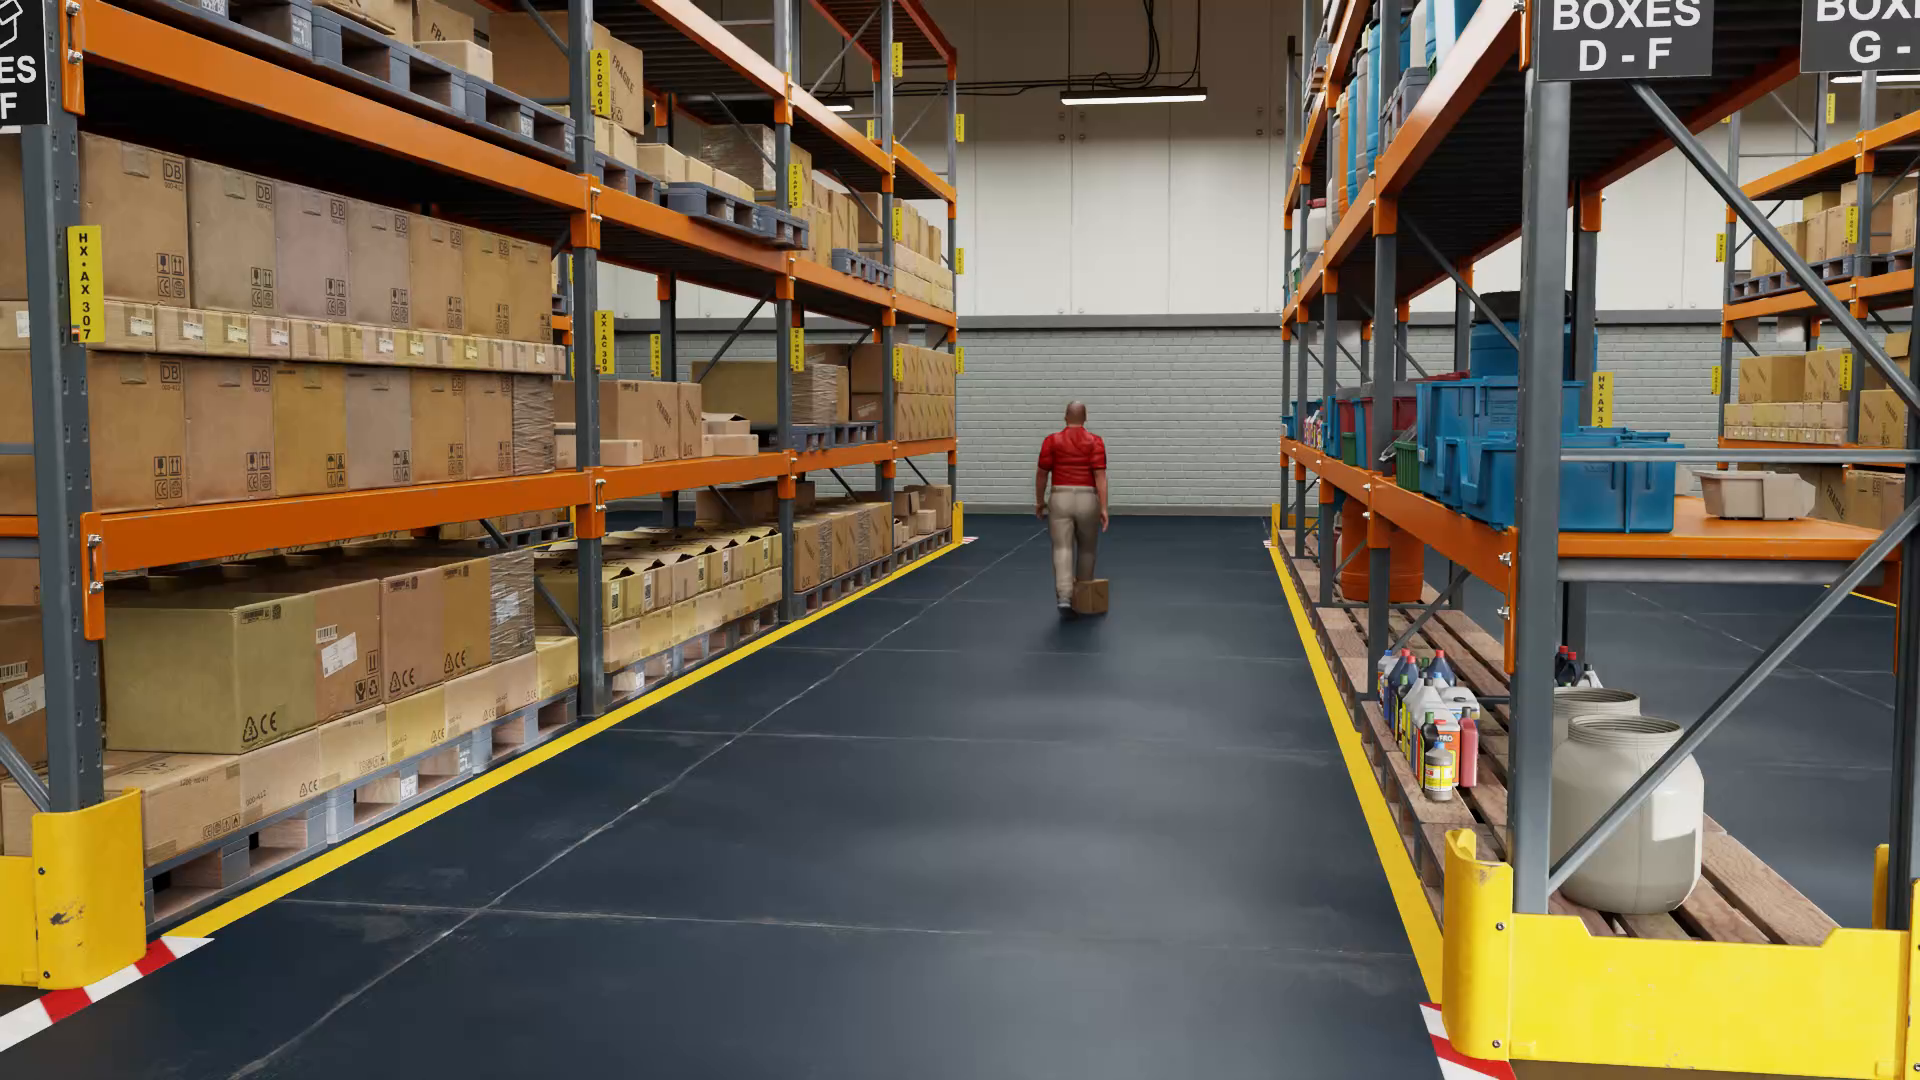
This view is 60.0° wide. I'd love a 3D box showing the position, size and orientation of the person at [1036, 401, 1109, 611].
[{"bbox_3d":[0.891,-0.272,13.257,0.579,1.671,1.037,0,4,4],"label":"person"}]
